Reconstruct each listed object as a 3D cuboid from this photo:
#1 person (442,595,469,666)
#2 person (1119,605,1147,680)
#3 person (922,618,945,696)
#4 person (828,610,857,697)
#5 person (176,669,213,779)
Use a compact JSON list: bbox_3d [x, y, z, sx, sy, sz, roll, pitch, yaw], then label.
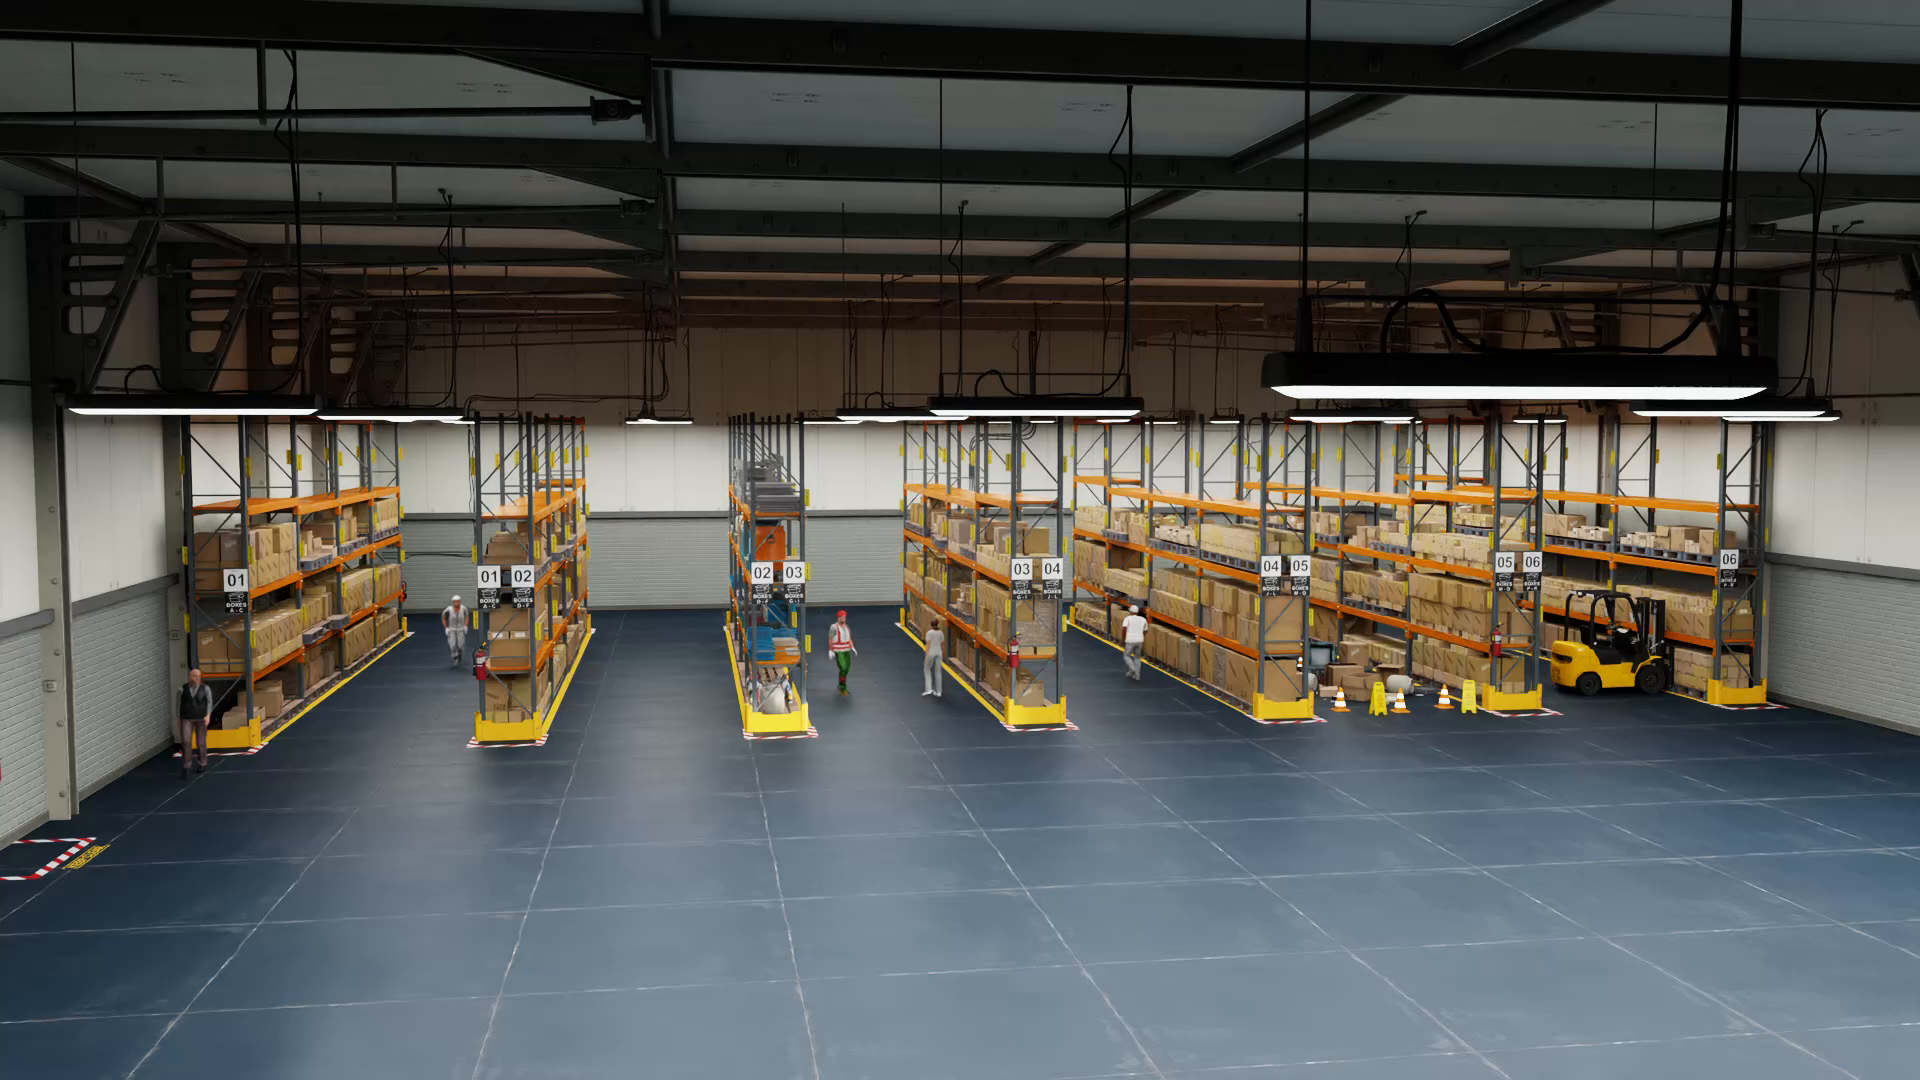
[{"bbox_3d":[-12.110,2.163,39.913,0.621,1.712,0.702,-1,4,-15],"label":"person"},{"bbox_3d":[3.957,2.322,37.910,0.680,1.663,0.773,-1,4,-7],"label":"person"},{"bbox_3d":[-0.530,2.507,35.390,0.476,1.709,0.606,-2,4,-22],"label":"person"},{"bbox_3d":[-2.470,2.443,35.554,0.562,1.857,0.567,3,5,41],"label":"person"},{"bbox_3d":[-12.615,3.016,27.413,0.562,1.729,0.722,-2,4,-25],"label":"person"}]
